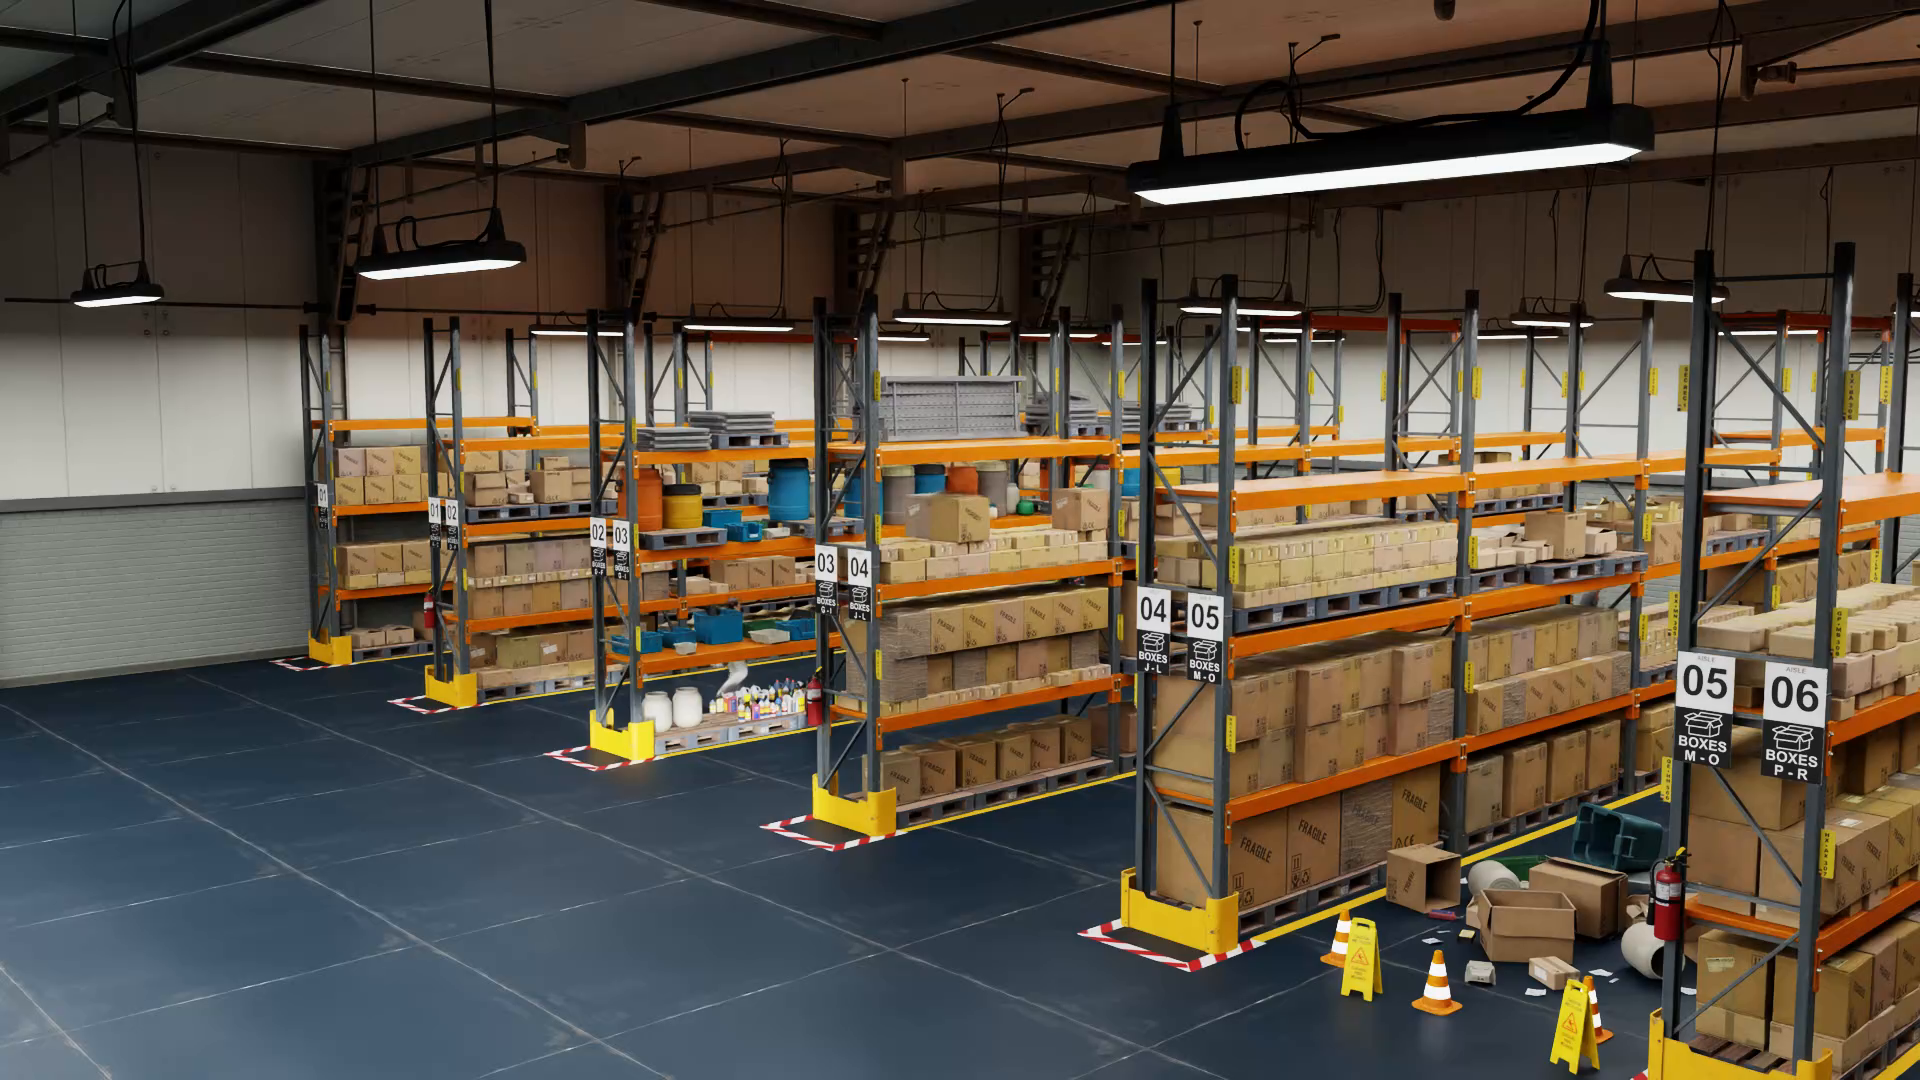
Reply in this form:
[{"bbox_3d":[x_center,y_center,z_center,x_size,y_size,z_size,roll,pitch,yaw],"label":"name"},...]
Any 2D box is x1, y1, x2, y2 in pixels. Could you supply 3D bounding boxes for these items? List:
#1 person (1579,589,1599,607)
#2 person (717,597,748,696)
[{"bbox_3d":[12.495,1.033,32.794,0.859,1.616,0.416,2,6,19],"label":"person"},{"bbox_3d":[-3.584,1.724,25.887,0.489,1.664,0.500,-3,6,-27],"label":"person"}]
